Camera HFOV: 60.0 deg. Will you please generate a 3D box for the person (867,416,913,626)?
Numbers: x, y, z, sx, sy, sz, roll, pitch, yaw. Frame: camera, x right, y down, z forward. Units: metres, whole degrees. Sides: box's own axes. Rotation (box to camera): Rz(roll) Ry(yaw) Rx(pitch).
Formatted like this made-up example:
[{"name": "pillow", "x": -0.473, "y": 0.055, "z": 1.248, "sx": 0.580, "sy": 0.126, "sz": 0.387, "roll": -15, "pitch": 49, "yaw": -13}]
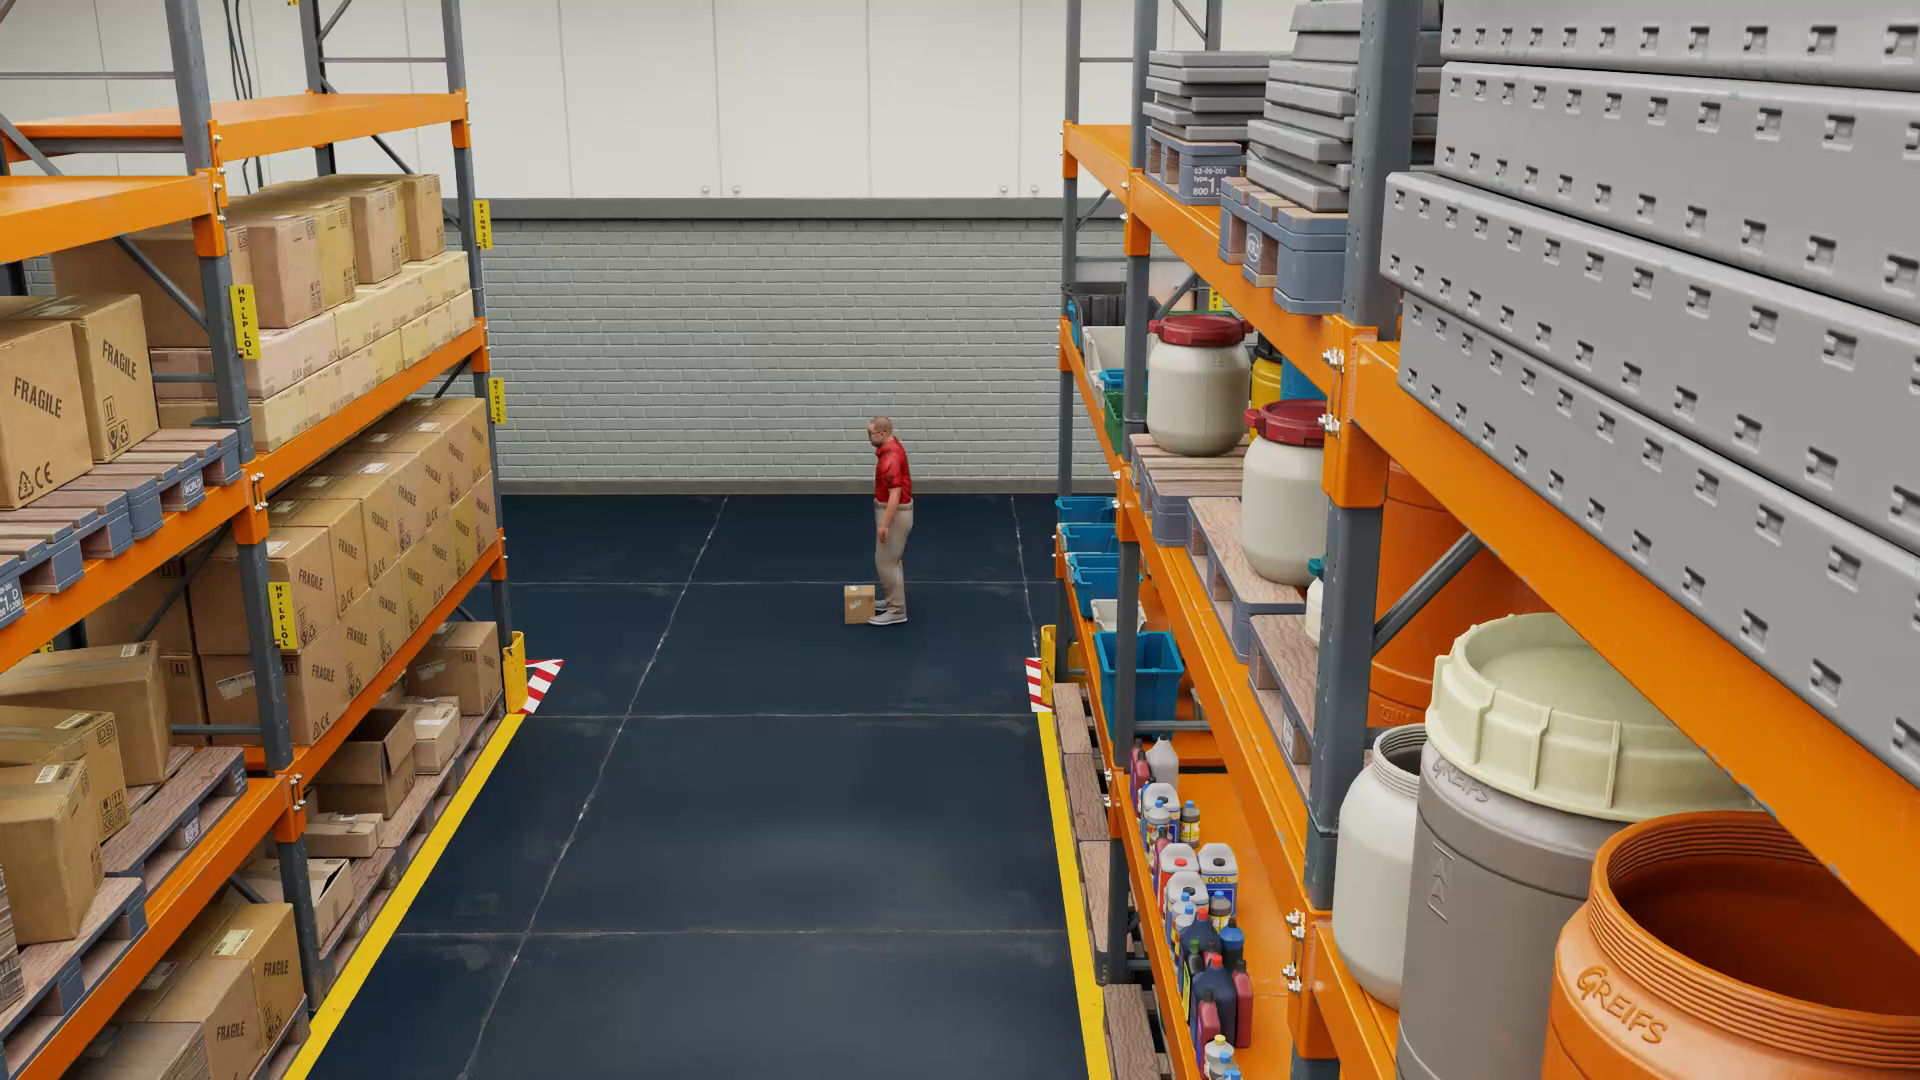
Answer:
[{"name": "person", "x": -0.581, "y": -0.178, "z": 13.649, "sx": 0.395, "sy": 1.727, "sz": 0.586, "roll": 0, "pitch": 17, "yaw": 0}]
